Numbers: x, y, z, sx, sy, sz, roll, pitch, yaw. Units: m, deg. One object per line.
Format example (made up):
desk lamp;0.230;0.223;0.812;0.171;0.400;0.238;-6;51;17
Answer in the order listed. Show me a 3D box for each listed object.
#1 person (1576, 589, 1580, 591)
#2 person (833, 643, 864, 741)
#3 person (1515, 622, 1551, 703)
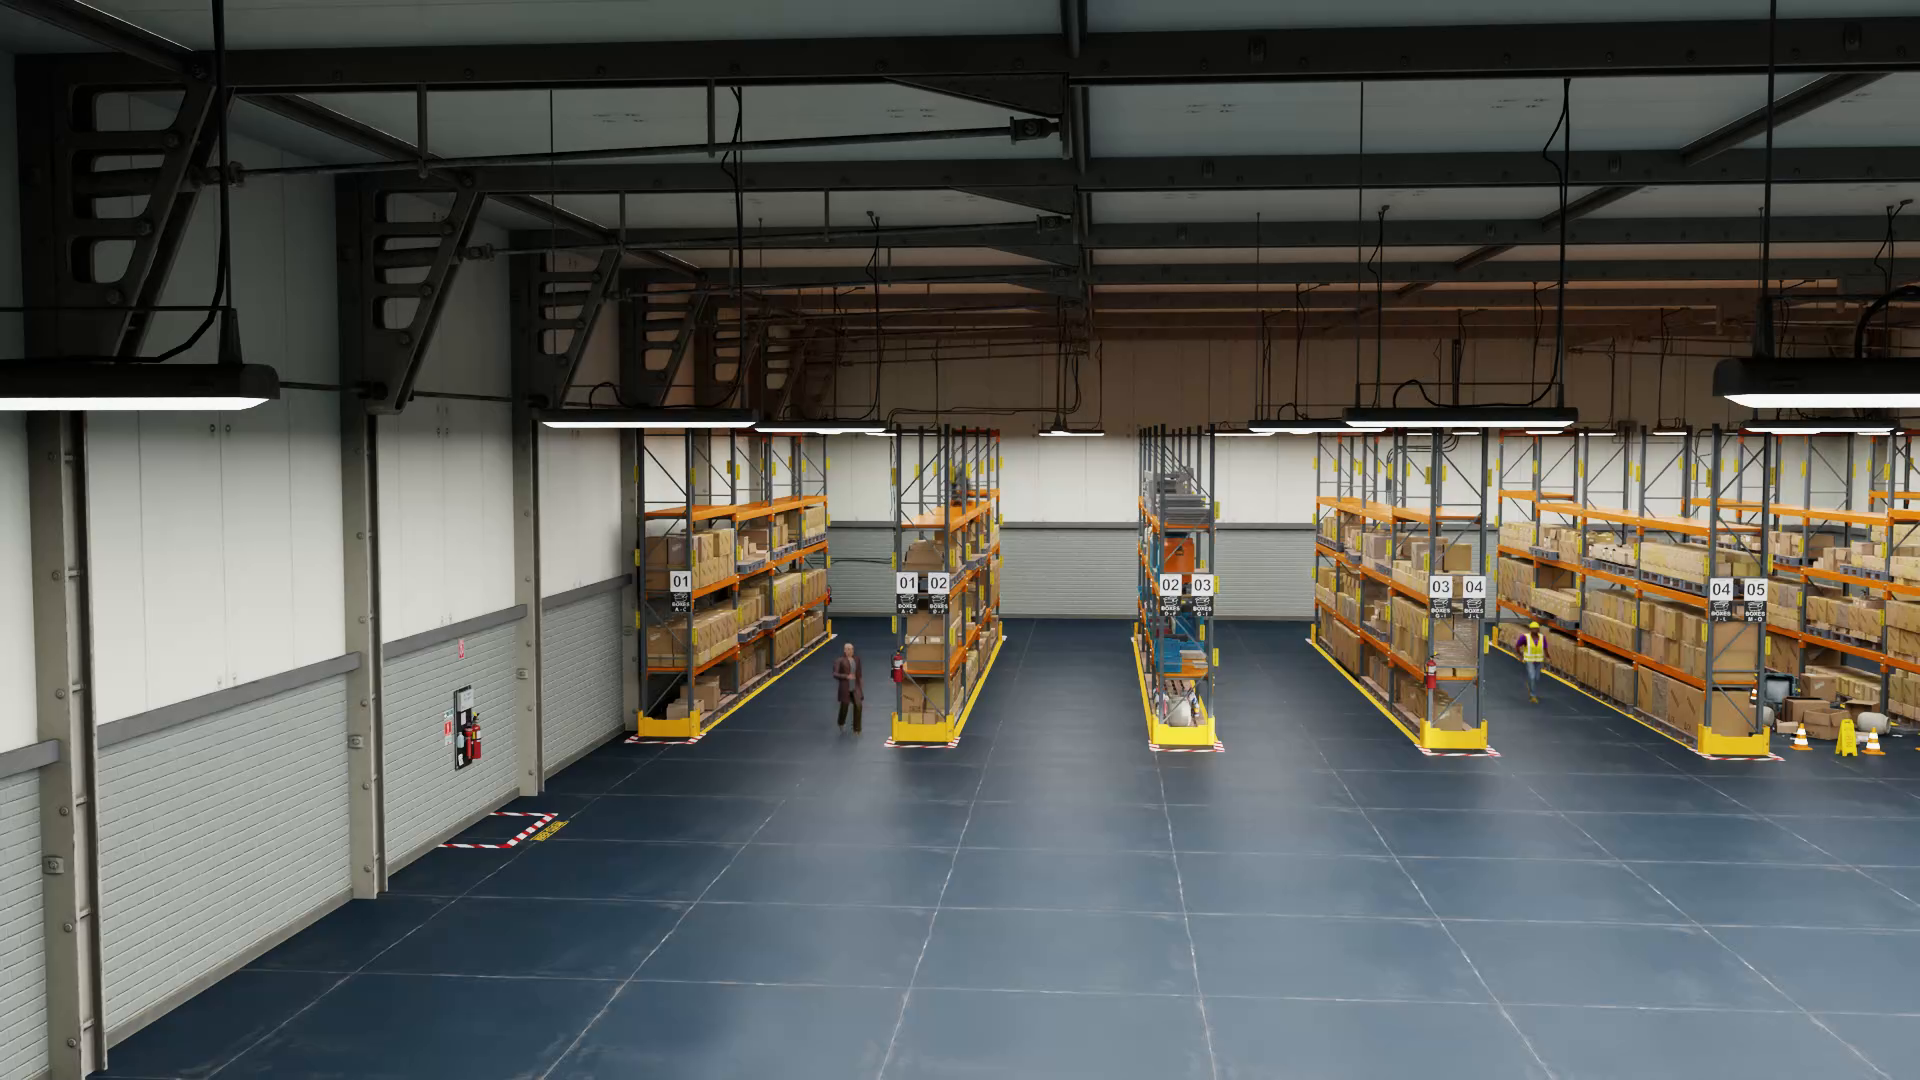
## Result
person;17.495;1.993;47.295;0.826;1.736;0.679;0;3;4
person;-2.154;2.891;31.894;0.678;1.844;0.931;-2;4;-24
person;12.517;2.649;36.409;0.679;1.747;0.836;0;3;-1
